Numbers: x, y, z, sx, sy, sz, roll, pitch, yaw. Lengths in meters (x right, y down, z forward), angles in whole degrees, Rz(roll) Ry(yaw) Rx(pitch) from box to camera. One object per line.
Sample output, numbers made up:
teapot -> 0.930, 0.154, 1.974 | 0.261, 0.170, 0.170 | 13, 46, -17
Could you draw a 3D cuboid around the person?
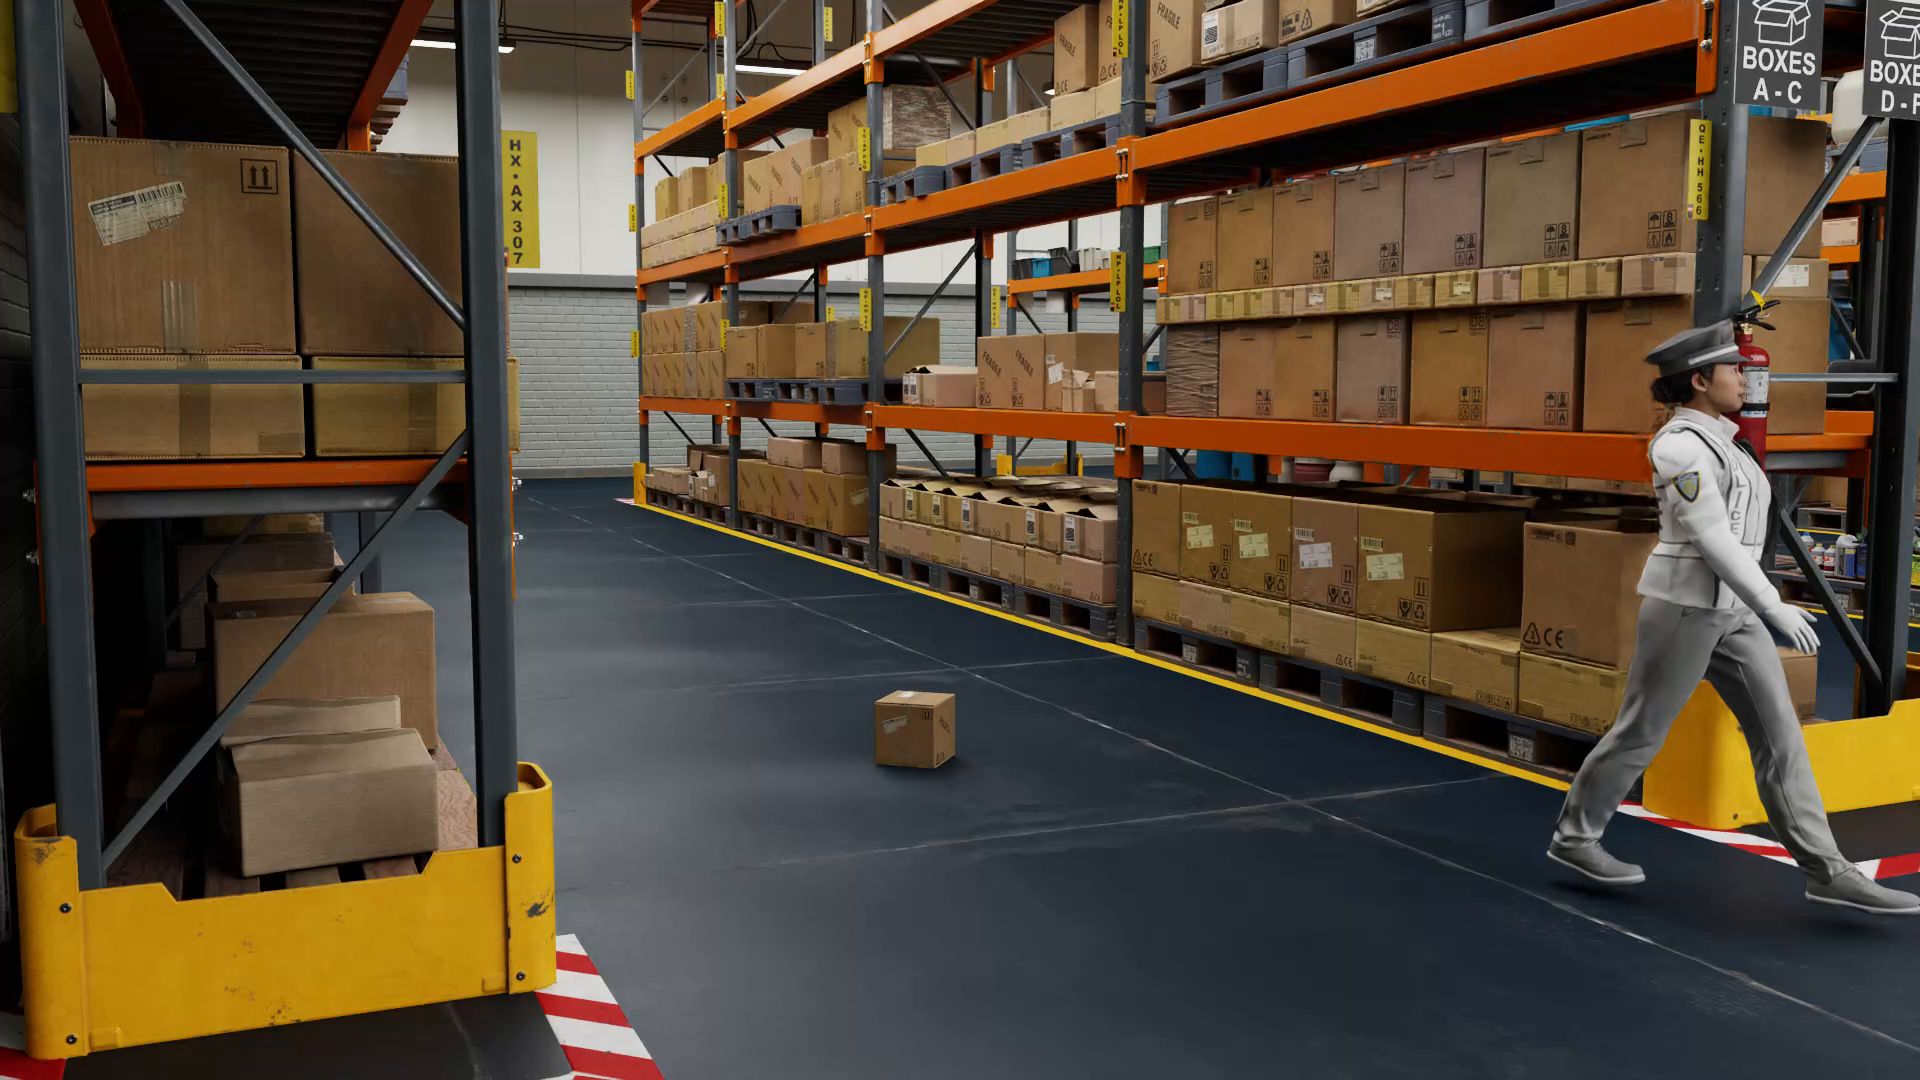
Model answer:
person -> 2.171, 0.199, 4.651 | 0.967, 1.635, 0.484 | 5, 7, 42
